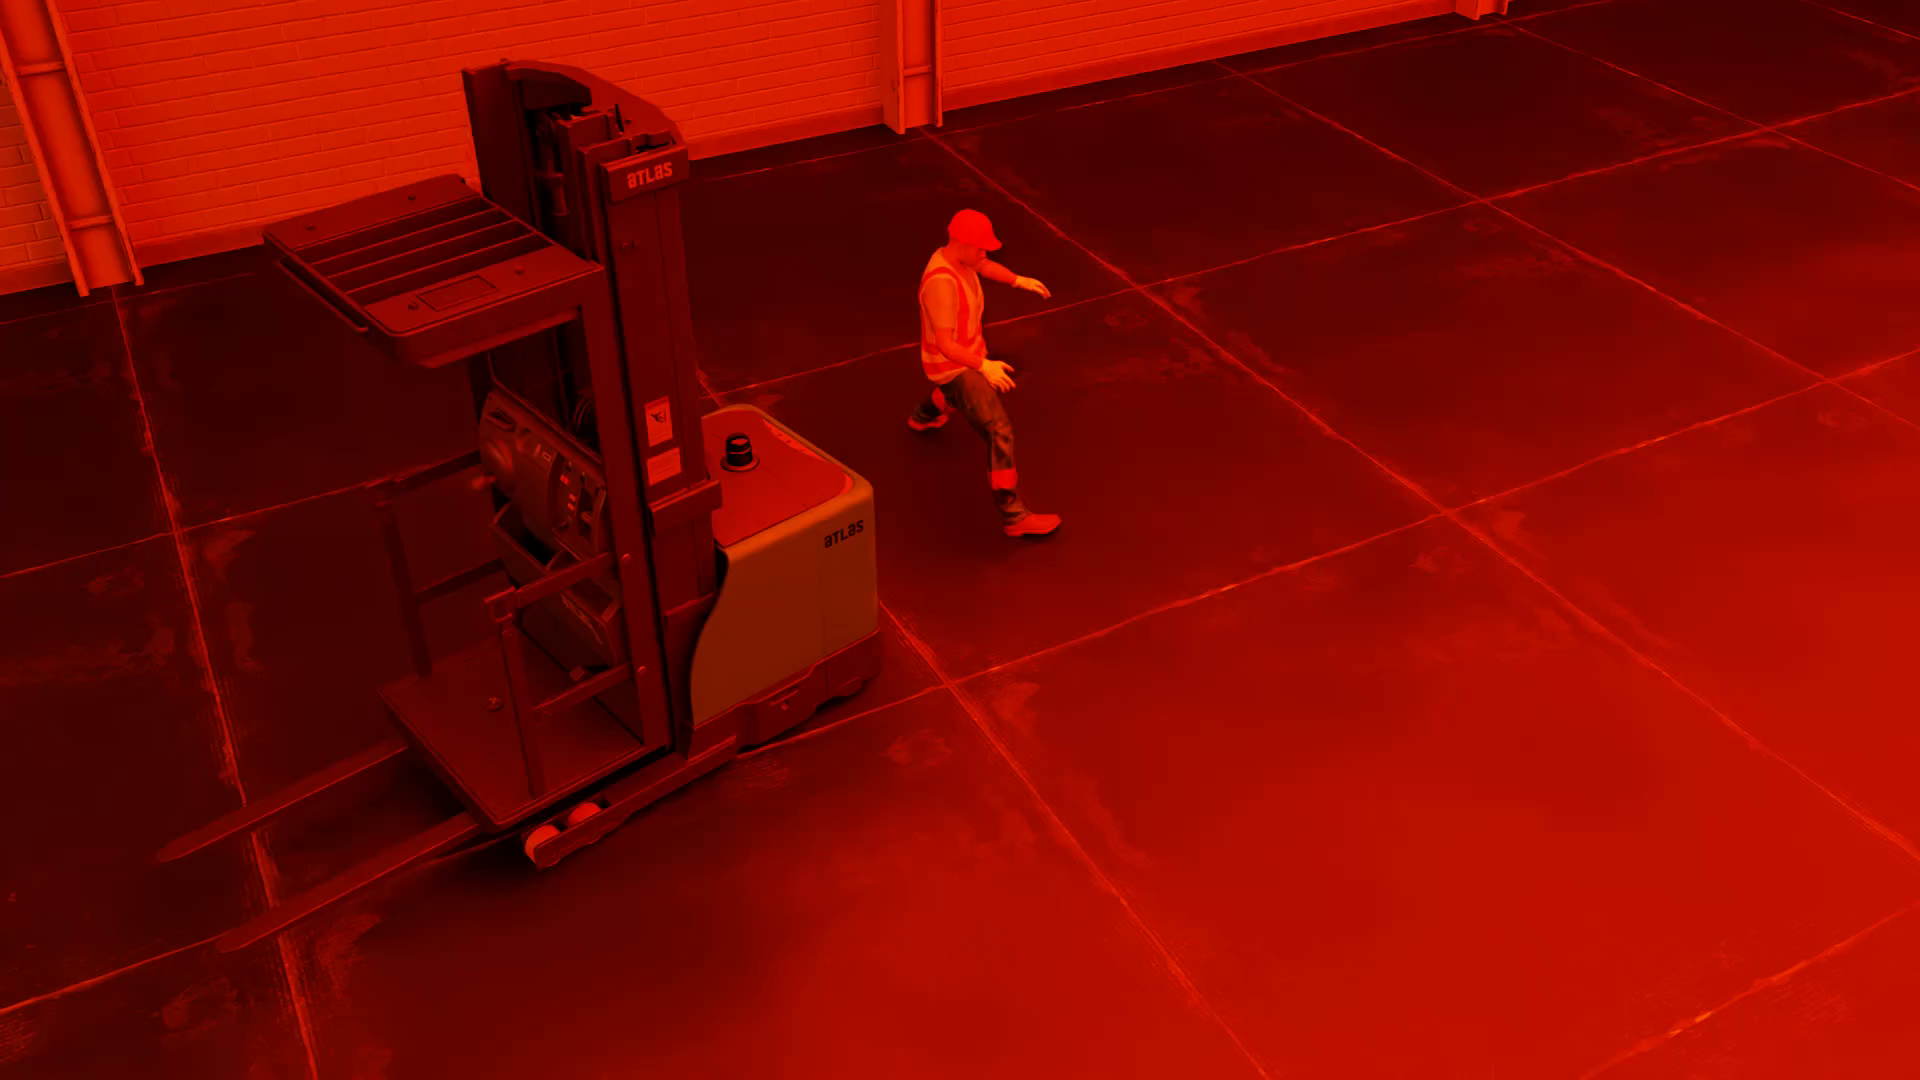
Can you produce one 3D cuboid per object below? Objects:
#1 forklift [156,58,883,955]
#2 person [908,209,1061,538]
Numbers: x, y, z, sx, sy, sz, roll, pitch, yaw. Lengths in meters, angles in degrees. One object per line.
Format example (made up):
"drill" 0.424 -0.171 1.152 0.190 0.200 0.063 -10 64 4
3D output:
"forklift" -1.798 -0.209 6.419 3.031 2.935 1.130 -27 43 -33
"person" 0.124 -1.000 8.716 1.003 1.591 1.157 7 36 9
